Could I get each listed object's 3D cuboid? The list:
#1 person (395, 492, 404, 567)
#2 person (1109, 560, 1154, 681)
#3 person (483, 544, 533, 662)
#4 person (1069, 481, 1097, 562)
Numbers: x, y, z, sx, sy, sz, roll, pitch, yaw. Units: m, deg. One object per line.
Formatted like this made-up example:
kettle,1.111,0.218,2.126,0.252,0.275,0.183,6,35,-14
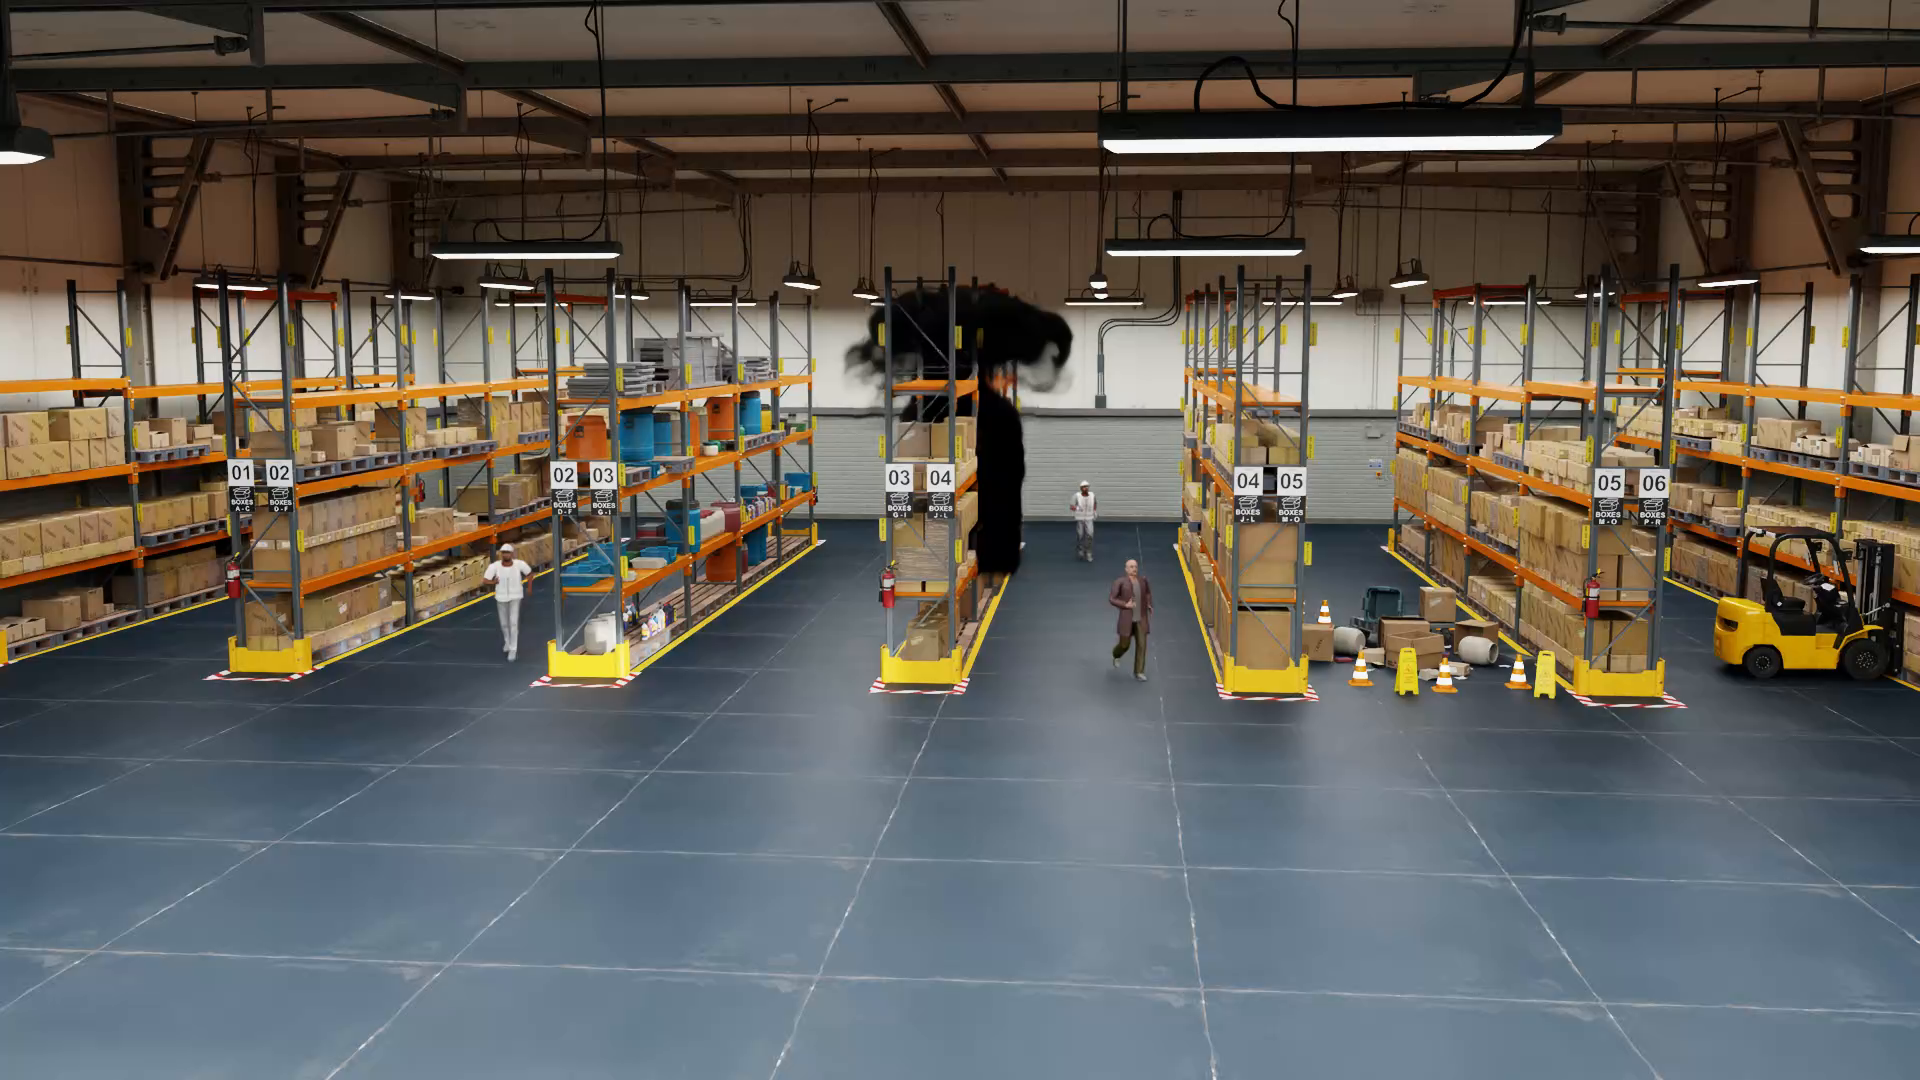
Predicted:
person,-12.351,-0.246,36.664,0.620,1.626,0.568,0,7,-1
person,2.535,1.162,24.504,0.730,1.751,0.949,-2,7,-16
person,-7.086,0.942,26.067,0.741,1.792,0.899,-1,7,-9
person,2.787,-0.420,37.473,0.658,1.840,0.790,0,7,-3
